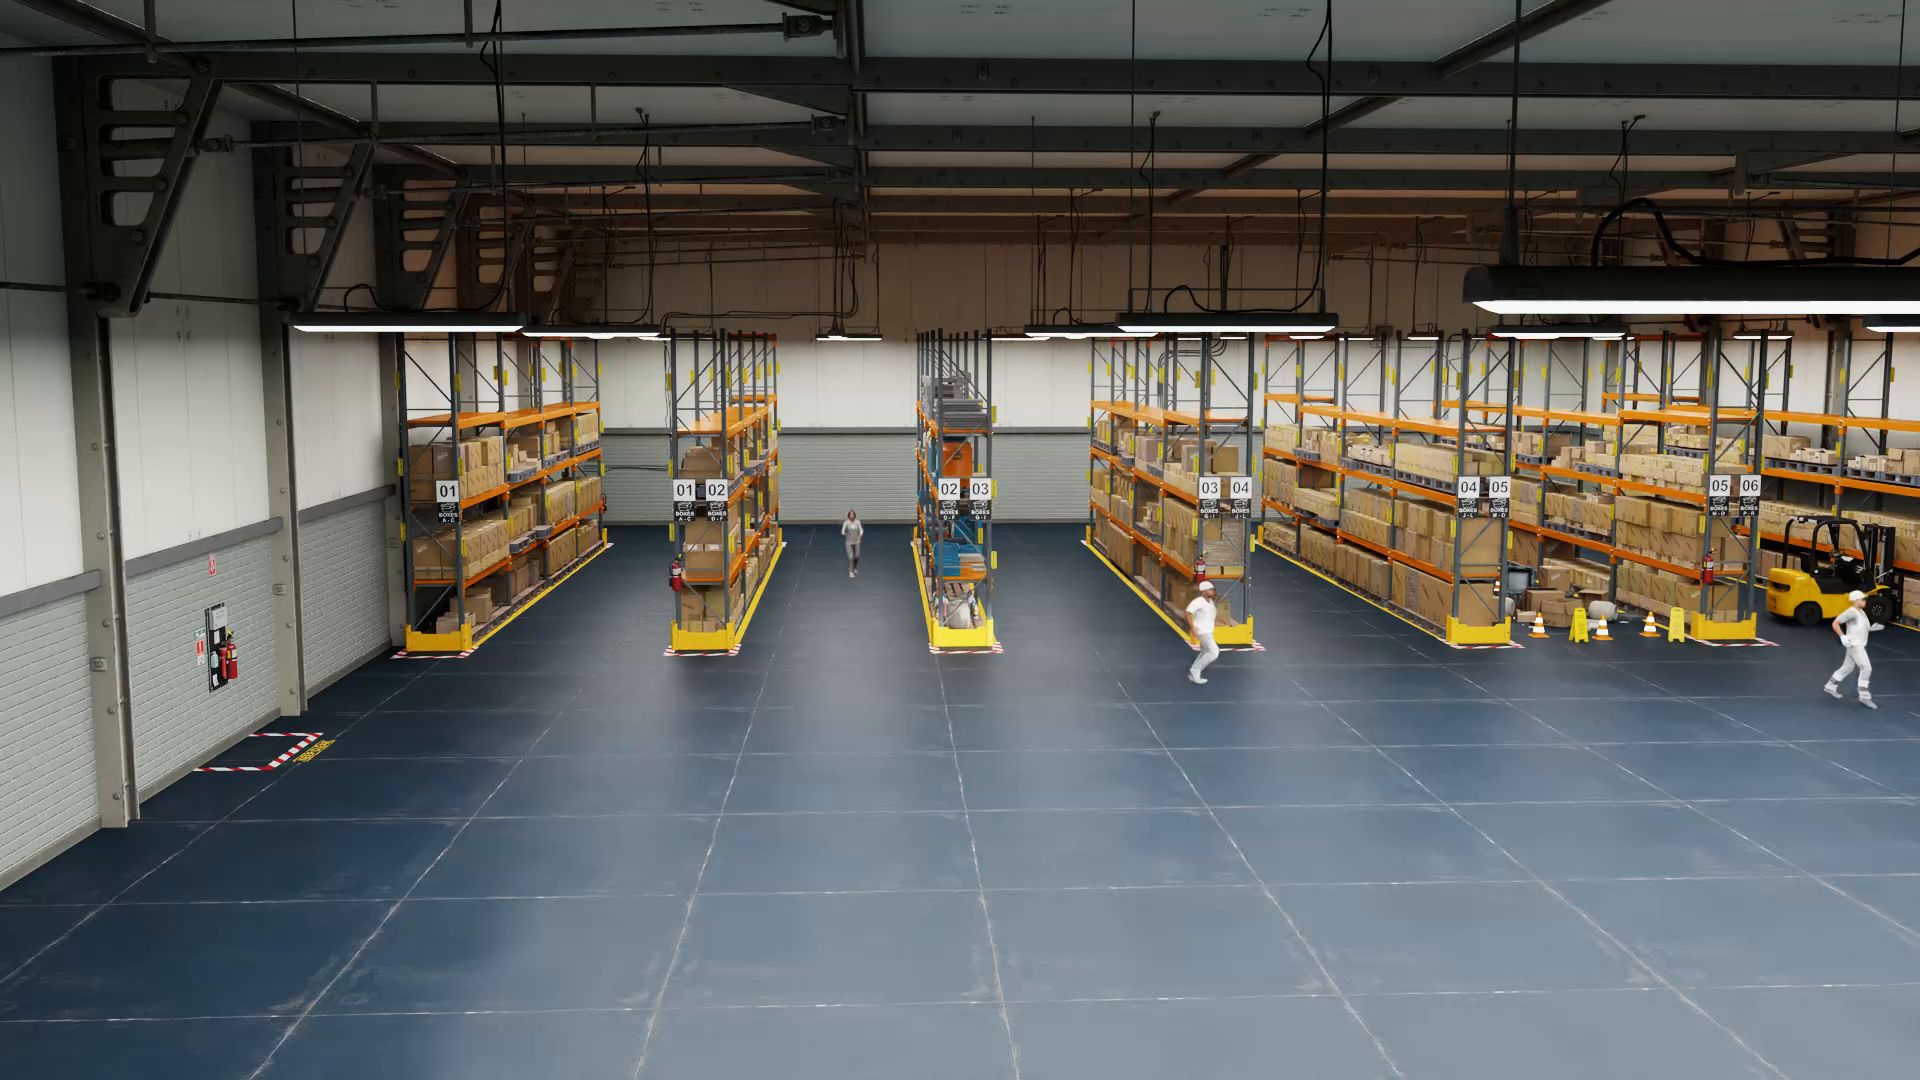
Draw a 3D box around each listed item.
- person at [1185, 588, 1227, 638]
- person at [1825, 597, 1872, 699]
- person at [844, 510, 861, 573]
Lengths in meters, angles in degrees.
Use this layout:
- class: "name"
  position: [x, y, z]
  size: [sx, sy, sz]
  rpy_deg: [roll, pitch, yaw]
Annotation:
- class: "person"
  position: [4.170, 1.179, 27.985]
  size: [0.600, 0.894, 0.704]
  rpy_deg: [3, 7, 25]
- class: "person"
  position: [14.174, 1.665, 26.443]
  size: [0.709, 1.647, 0.634]
  rpy_deg: [6, 9, 39]
- class: "person"
  position: [-2.494, 0.057, 38.700]
  size: [0.483, 1.503, 0.552]
  rpy_deg: [-1, 7, -11]
